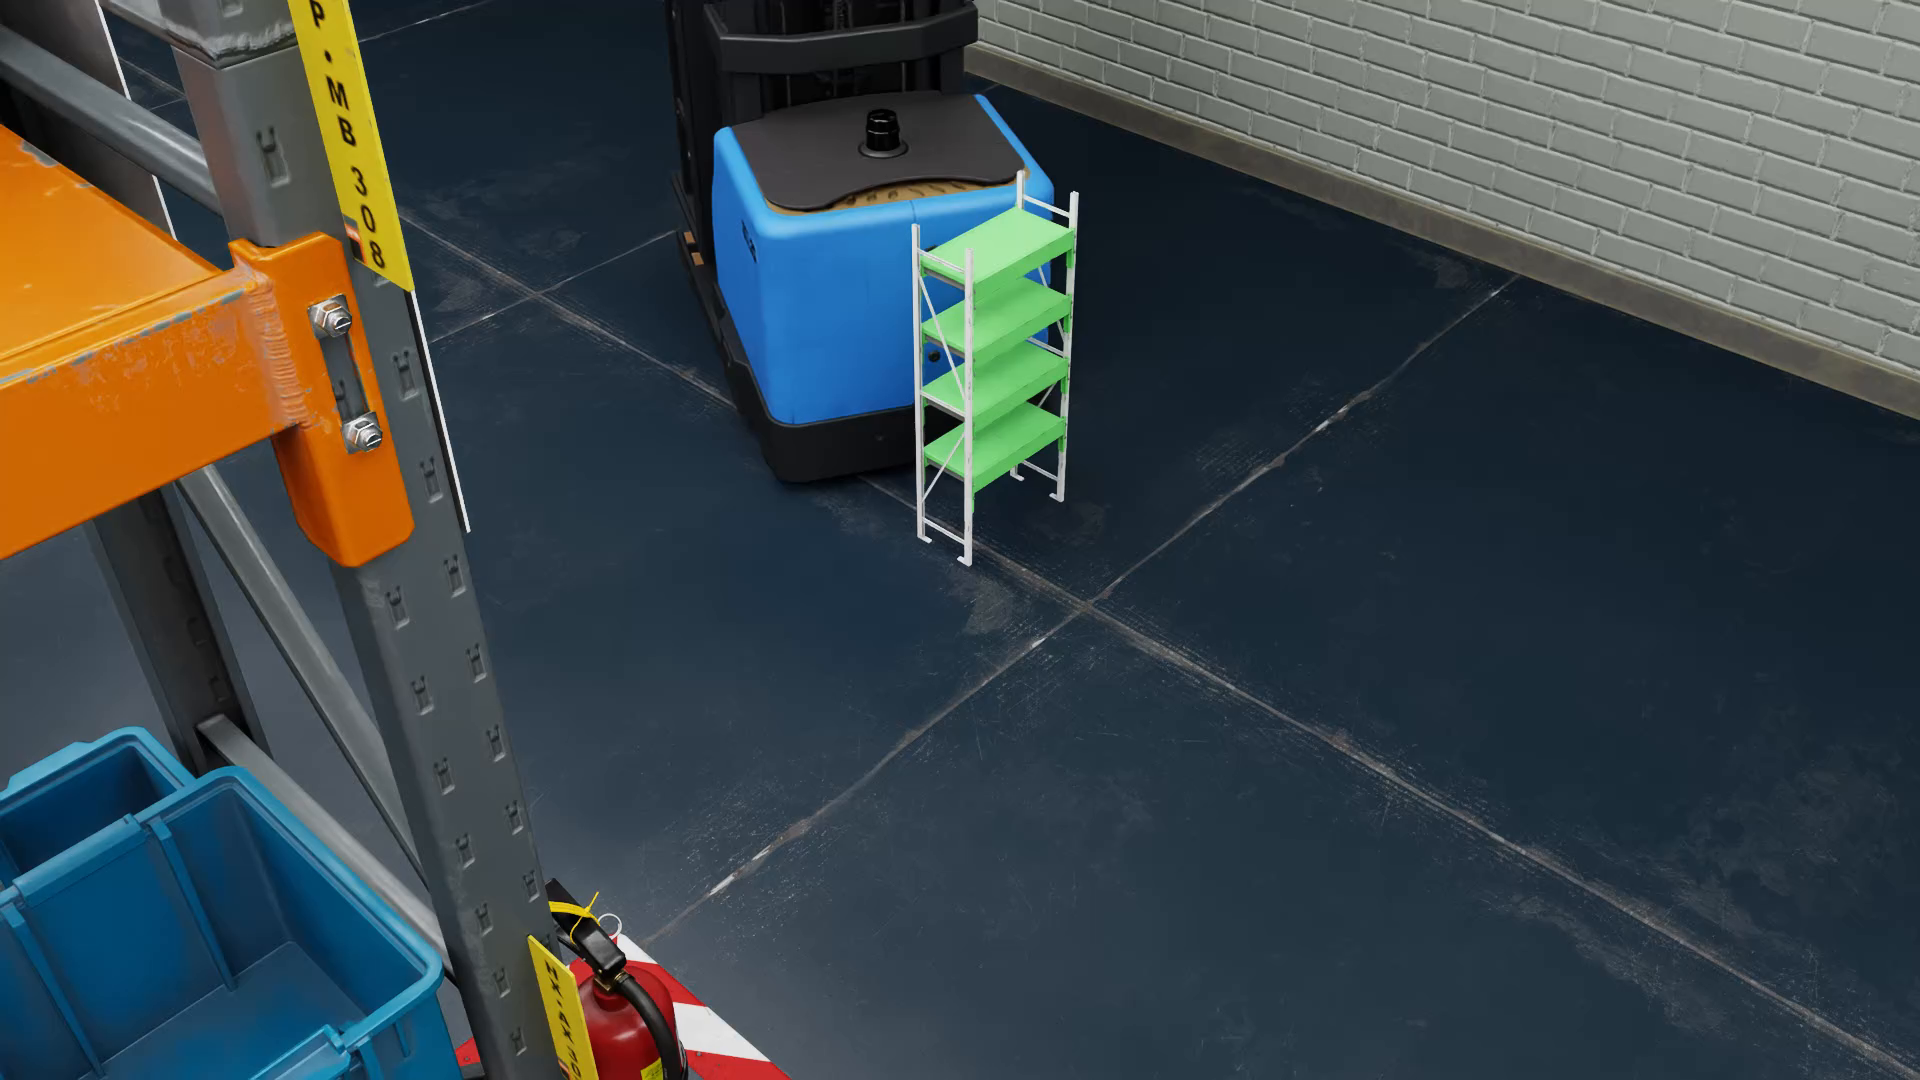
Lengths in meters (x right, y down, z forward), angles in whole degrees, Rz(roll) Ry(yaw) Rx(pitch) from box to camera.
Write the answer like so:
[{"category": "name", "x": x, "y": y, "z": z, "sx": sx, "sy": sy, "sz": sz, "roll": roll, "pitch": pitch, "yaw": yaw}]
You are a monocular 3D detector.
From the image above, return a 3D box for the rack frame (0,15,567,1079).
[{"category": "rack frame", "x": -0.970, "y": 0.528, "z": 2.676, "sx": 1.000, "sy": 3.000, "sz": 0.127, "roll": 30, "pitch": 47, "yaw": 32}]

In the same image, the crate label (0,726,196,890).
[{"category": "crate label", "x": -1.379, "y": 0.545, "z": 2.741, "sx": 0.416, "sy": 0.233, "sz": 0.303, "roll": 30, "pitch": 47, "yaw": 32}]

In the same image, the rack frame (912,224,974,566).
[{"category": "rack frame", "x": -0.053, "y": -0.434, "z": 5.331, "sx": 0.240, "sy": 1.200, "sz": 0.015, "roll": 30, "pitch": 47, "yaw": 32}]

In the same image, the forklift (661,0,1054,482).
[{"category": "forklift", "x": -0.594, "y": -2.274, "z": 6.255, "sx": 1.130, "sy": 2.935, "sz": 3.031, "roll": -11, "pitch": 40, "yaw": -14}]

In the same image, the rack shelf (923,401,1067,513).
[{"category": "rack shelf", "x": 0.112, "y": -0.308, "z": 5.661, "sx": 0.258, "sy": 0.148, "sz": 0.480, "roll": 30, "pitch": 47, "yaw": 32}]

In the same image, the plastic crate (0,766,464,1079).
[{"category": "plastic crate", "x": -1.058, "y": 0.722, "z": 2.355, "sx": 0.616, "sy": 0.435, "sz": 0.499, "roll": 30, "pitch": 47, "yaw": 32}]

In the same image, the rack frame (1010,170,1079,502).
[{"category": "rack frame", "x": 0.276, "y": -0.658, "z": 5.613, "sx": 0.240, "sy": 1.200, "sz": 0.015, "roll": 30, "pitch": 47, "yaw": 32}]

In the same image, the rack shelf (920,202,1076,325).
[{"category": "rack shelf", "x": 0.112, "y": -0.871, "z": 5.213, "sx": 0.258, "sy": 0.148, "sz": 0.480, "roll": 30, "pitch": 47, "yaw": 32}]

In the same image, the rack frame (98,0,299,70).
[{"category": "rack frame", "x": -0.970, "y": -1.821, "z": 0.809, "sx": 1.000, "sy": 3.000, "sz": 0.127, "roll": 30, "pitch": 47, "yaw": 32}]

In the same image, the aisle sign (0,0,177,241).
[{"category": "aisle sign", "x": -1.140, "y": -0.648, "z": 2.066, "sx": 0.394, "sy": 0.787, "sz": 0.004, "roll": 30, "pitch": 47, "yaw": 32}]

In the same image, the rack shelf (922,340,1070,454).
[{"category": "rack shelf", "x": 0.112, "y": -0.496, "z": 5.512, "sx": 0.258, "sy": 0.148, "sz": 0.480, "roll": 30, "pitch": 47, "yaw": 32}]

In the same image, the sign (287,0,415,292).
[{"category": "sign", "x": -0.553, "y": -0.382, "z": 1.494, "sx": 0.100, "sy": 0.325, "sz": 0.005, "roll": 30, "pitch": 47, "yaw": 32}]

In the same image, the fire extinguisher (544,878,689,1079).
[{"category": "fire extinguisher", "x": -0.533, "y": 0.825, "z": 2.664, "sx": 0.296, "sy": 0.674, "sz": 0.183, "roll": 30, "pitch": 47, "yaw": 32}]

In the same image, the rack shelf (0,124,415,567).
[{"category": "rack shelf", "x": -2.319, "y": 0.554, "z": 0.811, "sx": 1.077, "sy": 0.370, "sz": 4.000, "roll": 30, "pitch": 47, "yaw": 32}]

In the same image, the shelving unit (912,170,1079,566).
[{"category": "shelving unit", "x": 0.112, "y": -0.546, "z": 5.472, "sx": 0.258, "sy": 1.200, "sz": 0.503, "roll": 30, "pitch": 47, "yaw": 32}]

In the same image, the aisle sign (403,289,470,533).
[{"category": "aisle sign", "x": -0.705, "y": -0.400, "z": 1.754, "sx": 0.394, "sy": 0.787, "sz": 0.004, "roll": 30, "pitch": 47, "yaw": 32}]

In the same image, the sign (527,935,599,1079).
[{"category": "sign", "x": -0.553, "y": 0.687, "z": 2.345, "sx": 0.100, "sy": 0.325, "sz": 0.005, "roll": 30, "pitch": 47, "yaw": 32}]

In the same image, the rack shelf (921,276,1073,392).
[{"category": "rack shelf", "x": 0.112, "y": -0.683, "z": 5.363, "sx": 0.258, "sy": 0.148, "sz": 0.480, "roll": 30, "pitch": 47, "yaw": 32}]
